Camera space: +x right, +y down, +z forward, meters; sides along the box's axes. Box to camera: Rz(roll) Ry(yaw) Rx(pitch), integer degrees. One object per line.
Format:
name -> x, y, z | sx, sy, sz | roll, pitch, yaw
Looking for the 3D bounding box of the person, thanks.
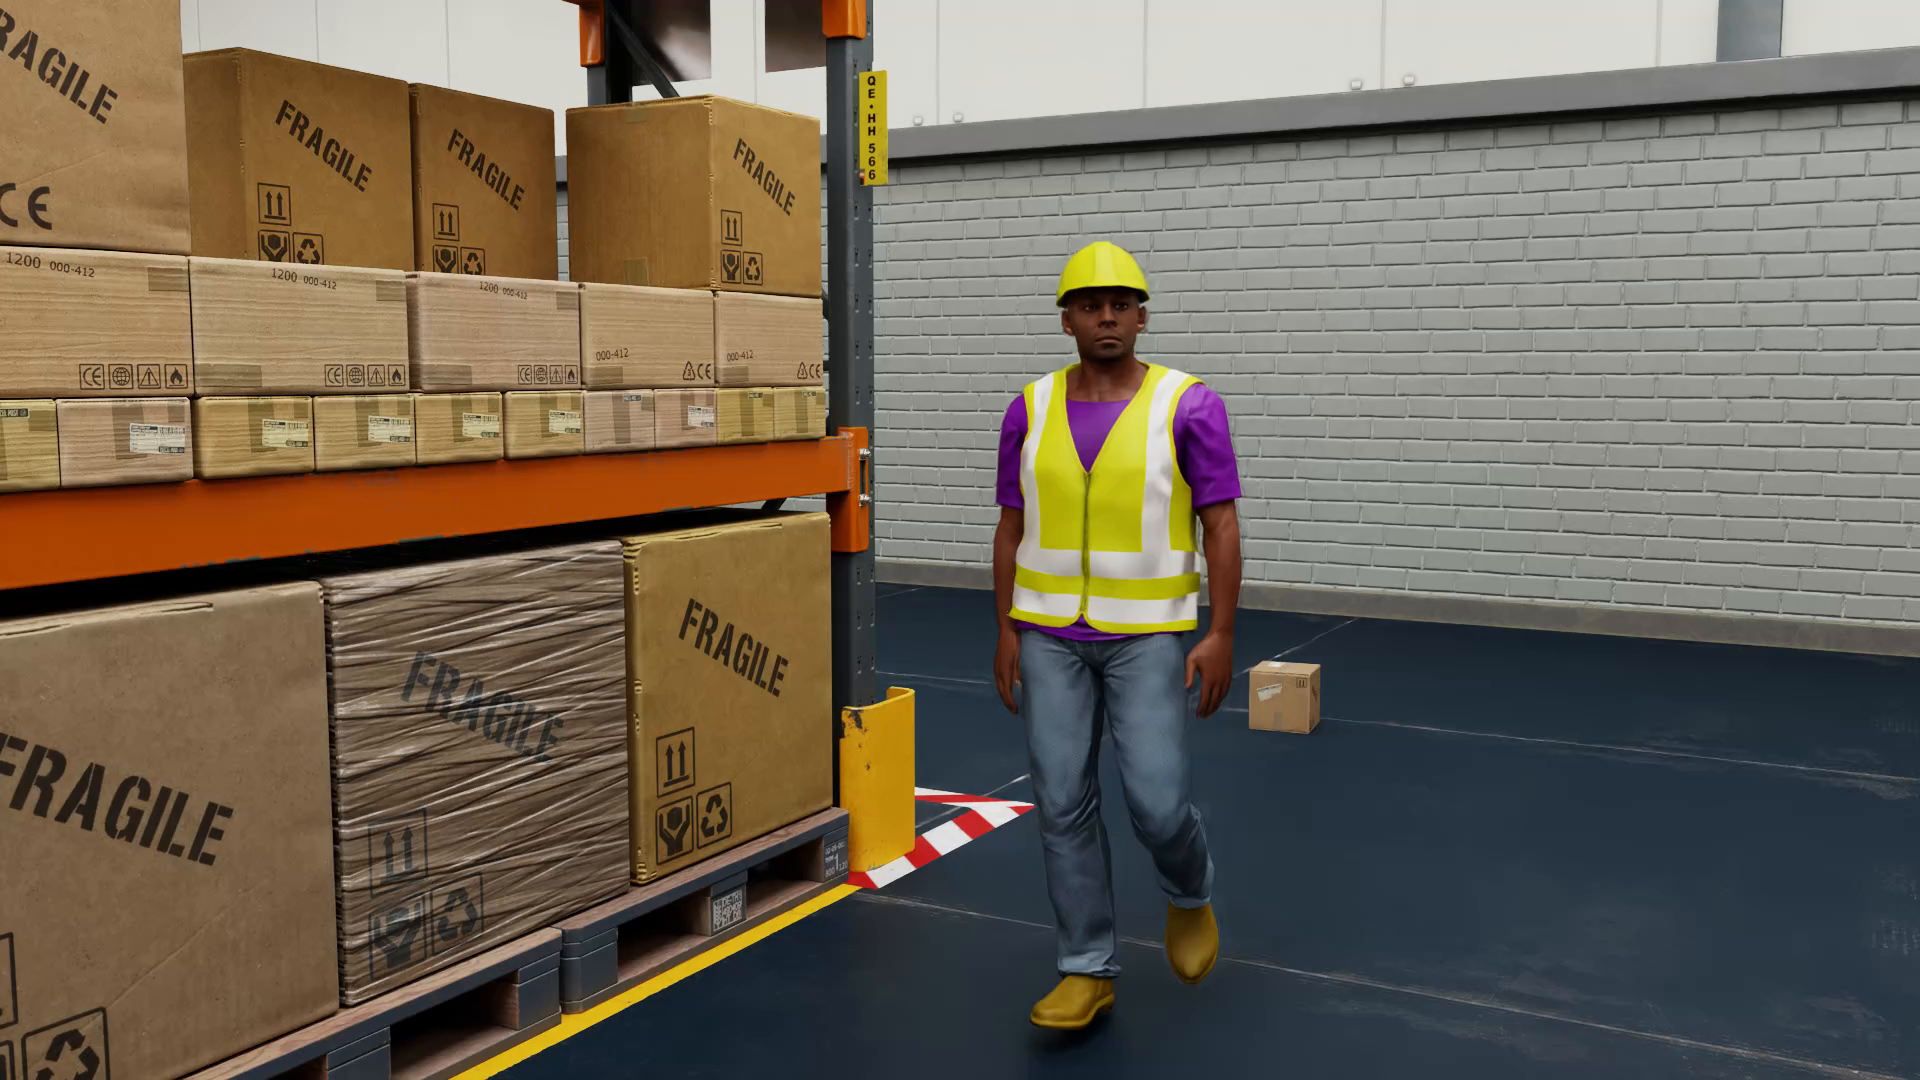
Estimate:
person -> 0.351, 0.208, 3.802 | 0.581, 1.757, 0.583 | 2, 6, 22
